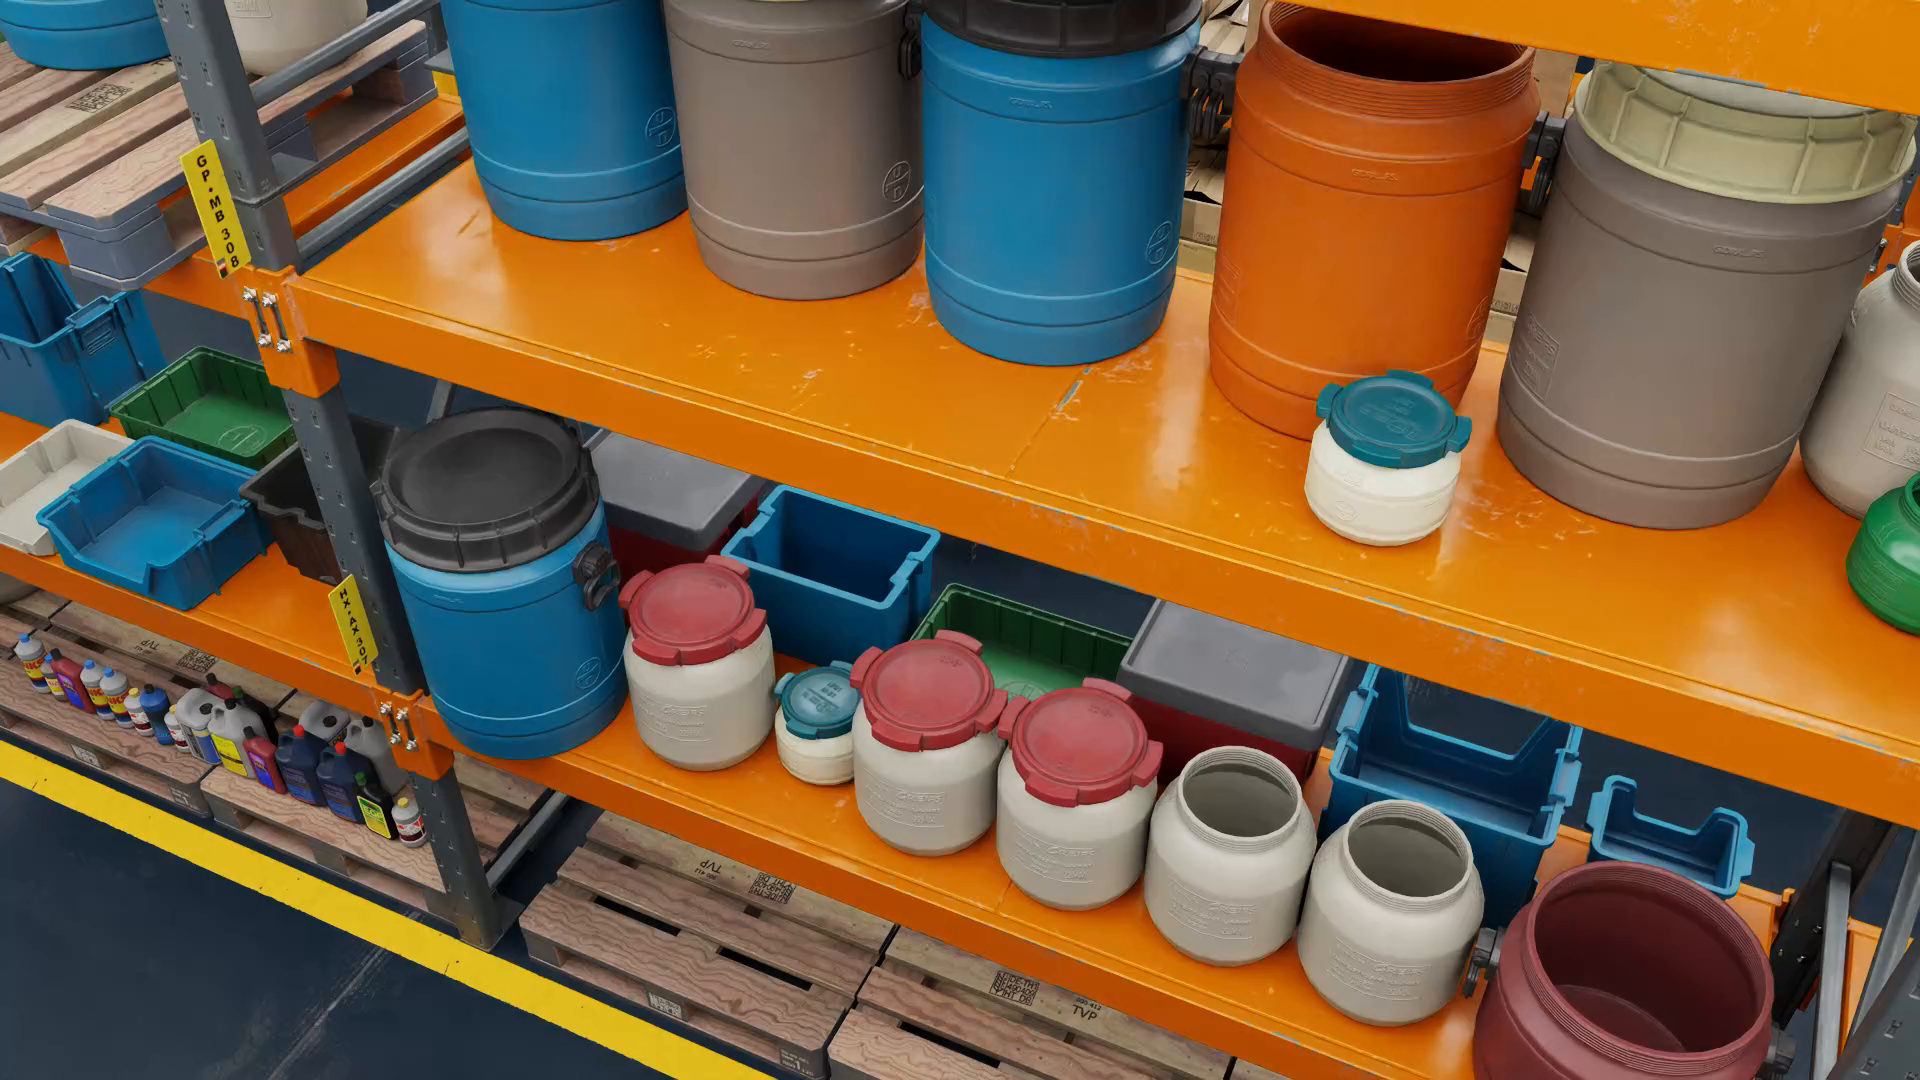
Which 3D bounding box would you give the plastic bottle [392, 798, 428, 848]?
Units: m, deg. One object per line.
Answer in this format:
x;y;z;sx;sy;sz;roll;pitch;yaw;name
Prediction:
-1.983;1.006;5.984;0.097;0.201;0.097;0;41;0;plastic bottle

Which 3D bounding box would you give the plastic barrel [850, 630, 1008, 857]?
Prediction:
-0.084;0.577;4.574;0.433;0.535;0.433;0;41;0;plastic barrel

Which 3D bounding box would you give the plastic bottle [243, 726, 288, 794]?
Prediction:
-2.567;0.810;6.147;0.133;0.283;0.061;20;45;21;plastic bottle

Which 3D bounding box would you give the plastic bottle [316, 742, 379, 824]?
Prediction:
-2.228;0.858;6.041;0.185;0.351;0.144;16;43;18;plastic bottle

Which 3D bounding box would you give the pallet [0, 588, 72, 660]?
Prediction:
-4.325;0.198;7.245;1.213;0.211;1.003;17;44;19;pallet

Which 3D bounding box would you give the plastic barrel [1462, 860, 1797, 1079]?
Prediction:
1.553;1.138;3.927;0.708;0.536;0.600;17;44;19;plastic barrel

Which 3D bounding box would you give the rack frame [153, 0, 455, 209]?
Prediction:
-1.523;-2.237;3.344;0.127;3.000;1.000;17;44;19;rack frame

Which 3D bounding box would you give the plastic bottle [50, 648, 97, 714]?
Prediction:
-3.439;0.544;6.455;0.133;0.283;0.061;18;44;19;plastic bottle

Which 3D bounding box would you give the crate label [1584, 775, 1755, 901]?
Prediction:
1.879;0.862;4.477;0.416;0.233;0.303;17;44;19;crate label

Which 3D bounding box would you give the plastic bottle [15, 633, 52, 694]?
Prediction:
-3.636;0.475;6.543;0.097;0.271;0.097;0;41;0;plastic bottle

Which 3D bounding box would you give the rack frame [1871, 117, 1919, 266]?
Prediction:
4.200;-1.801;7.421;0.127;3.000;1.000;17;44;19;rack frame

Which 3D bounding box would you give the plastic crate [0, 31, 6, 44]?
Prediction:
-2.838;-1.621;5.086;0.450;0.188;0.336;17;44;19;plastic crate

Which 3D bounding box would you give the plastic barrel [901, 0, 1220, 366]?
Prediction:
0.215;-0.918;3.730;0.708;0.901;0.600;17;44;19;plastic barrel

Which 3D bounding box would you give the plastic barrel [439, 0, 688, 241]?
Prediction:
-0.970;-1.280;4.148;0.708;0.901;0.600;17;44;19;plastic barrel

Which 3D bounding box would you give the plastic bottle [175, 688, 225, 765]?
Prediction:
-2.840;0.696;6.284;0.135;0.276;0.152;18;44;19;plastic bottle

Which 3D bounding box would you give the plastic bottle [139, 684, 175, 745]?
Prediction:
-3.052;0.653;6.337;0.097;0.271;0.097;0;41;0;plastic bottle

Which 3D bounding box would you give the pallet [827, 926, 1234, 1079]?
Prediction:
0.315;1.616;5.609;1.213;0.211;1.003;17;44;19;pallet

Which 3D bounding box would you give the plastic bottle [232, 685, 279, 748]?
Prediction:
-2.675;0.673;6.305;0.133;0.283;0.061;17;44;19;plastic bottle

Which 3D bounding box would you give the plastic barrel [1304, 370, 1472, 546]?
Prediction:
0.851;-0.157;3.340;0.301;0.262;0.301;0;41;0;plastic barrel

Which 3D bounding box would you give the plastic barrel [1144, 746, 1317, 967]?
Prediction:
0.698;0.821;4.311;0.421;0.512;0.421;0;41;0;plastic barrel

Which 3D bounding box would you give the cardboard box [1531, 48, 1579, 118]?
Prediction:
2.672;-2.294;7.914;0.500;0.500;0.500;15;43;16;cardboard box

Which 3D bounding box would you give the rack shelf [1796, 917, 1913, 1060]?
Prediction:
3.915;1.964;3.627;4.000;0.370;1.077;17;44;19;rack shelf

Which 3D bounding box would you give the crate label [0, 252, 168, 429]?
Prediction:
-3.365;-0.741;6.172;0.616;0.435;0.502;17;44;19;crate label

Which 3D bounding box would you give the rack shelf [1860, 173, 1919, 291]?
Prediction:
6.012;-0.975;7.018;4.000;0.370;1.077;17;44;19;rack shelf

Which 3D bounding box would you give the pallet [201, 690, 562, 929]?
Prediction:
-2.114;0.873;6.465;1.213;0.211;1.003;17;44;19;pallet

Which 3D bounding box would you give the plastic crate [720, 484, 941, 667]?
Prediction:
-0.392;0.157;5.174;0.575;0.384;0.392;17;44;19;plastic crate

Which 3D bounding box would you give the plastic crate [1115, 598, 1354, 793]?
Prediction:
0.767;0.485;4.736;0.583;0.464;0.402;17;44;19;plastic crate

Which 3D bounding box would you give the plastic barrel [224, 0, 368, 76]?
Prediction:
-1.830;-1.540;4.424;0.421;0.512;0.421;0;41;0;plastic barrel

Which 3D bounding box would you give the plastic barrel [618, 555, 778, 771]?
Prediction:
-0.749;0.374;4.808;0.433;0.535;0.433;0;41;0;plastic barrel

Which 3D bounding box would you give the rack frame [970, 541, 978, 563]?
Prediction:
0.099;-0.310;7.304;0.006;0.900;0.240;17;44;19;rack frame

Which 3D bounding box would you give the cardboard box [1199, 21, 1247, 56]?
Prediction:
1.291;-2.447;8.359;0.250;0.149;0.380;17;44;19;cardboard box

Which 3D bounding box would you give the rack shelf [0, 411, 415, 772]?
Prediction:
-3.335;-0.252;6.183;4.000;0.370;1.077;17;44;19;rack shelf

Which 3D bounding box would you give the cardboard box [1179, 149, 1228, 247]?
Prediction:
1.295;-1.836;8.813;0.500;0.311;0.500;17;44;18;cardboard box

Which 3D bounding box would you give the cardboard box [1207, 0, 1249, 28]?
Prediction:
1.449;-2.723;8.588;0.258;0.266;0.396;16;43;18;cardboard box

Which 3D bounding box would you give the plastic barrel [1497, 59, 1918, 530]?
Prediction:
1.450;-0.541;3.295;0.600;0.901;0.600;0;41;0;plastic barrel

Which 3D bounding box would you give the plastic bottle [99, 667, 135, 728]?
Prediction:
-3.235;0.597;6.402;0.097;0.271;0.097;0;41;0;plastic bottle

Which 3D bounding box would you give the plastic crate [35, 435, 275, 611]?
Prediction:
-2.641;-0.059;5.525;0.616;0.251;0.499;17;44;19;plastic crate

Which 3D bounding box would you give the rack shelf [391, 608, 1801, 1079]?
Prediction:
0.290;0.856;4.905;4.000;0.370;1.077;17;44;19;rack shelf

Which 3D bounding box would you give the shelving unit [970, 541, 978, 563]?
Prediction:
0.007;-0.338;7.337;0.210;0.900;0.258;17;44;19;shelving unit

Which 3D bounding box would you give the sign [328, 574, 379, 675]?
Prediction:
-1.765;0.249;4.845;0.005;0.325;0.100;17;44;19;sign

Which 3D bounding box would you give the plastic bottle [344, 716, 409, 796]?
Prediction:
-2.167;0.772;6.139;0.185;0.351;0.144;17;44;19;plastic bottle

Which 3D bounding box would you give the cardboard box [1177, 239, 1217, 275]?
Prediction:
1.298;-1.627;9.000;0.500;0.250;0.500;18;44;20;cardboard box

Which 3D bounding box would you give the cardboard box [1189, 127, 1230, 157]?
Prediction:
1.537;-2.158;9.184;0.500;0.311;0.500;18;44;20;cardboard box
